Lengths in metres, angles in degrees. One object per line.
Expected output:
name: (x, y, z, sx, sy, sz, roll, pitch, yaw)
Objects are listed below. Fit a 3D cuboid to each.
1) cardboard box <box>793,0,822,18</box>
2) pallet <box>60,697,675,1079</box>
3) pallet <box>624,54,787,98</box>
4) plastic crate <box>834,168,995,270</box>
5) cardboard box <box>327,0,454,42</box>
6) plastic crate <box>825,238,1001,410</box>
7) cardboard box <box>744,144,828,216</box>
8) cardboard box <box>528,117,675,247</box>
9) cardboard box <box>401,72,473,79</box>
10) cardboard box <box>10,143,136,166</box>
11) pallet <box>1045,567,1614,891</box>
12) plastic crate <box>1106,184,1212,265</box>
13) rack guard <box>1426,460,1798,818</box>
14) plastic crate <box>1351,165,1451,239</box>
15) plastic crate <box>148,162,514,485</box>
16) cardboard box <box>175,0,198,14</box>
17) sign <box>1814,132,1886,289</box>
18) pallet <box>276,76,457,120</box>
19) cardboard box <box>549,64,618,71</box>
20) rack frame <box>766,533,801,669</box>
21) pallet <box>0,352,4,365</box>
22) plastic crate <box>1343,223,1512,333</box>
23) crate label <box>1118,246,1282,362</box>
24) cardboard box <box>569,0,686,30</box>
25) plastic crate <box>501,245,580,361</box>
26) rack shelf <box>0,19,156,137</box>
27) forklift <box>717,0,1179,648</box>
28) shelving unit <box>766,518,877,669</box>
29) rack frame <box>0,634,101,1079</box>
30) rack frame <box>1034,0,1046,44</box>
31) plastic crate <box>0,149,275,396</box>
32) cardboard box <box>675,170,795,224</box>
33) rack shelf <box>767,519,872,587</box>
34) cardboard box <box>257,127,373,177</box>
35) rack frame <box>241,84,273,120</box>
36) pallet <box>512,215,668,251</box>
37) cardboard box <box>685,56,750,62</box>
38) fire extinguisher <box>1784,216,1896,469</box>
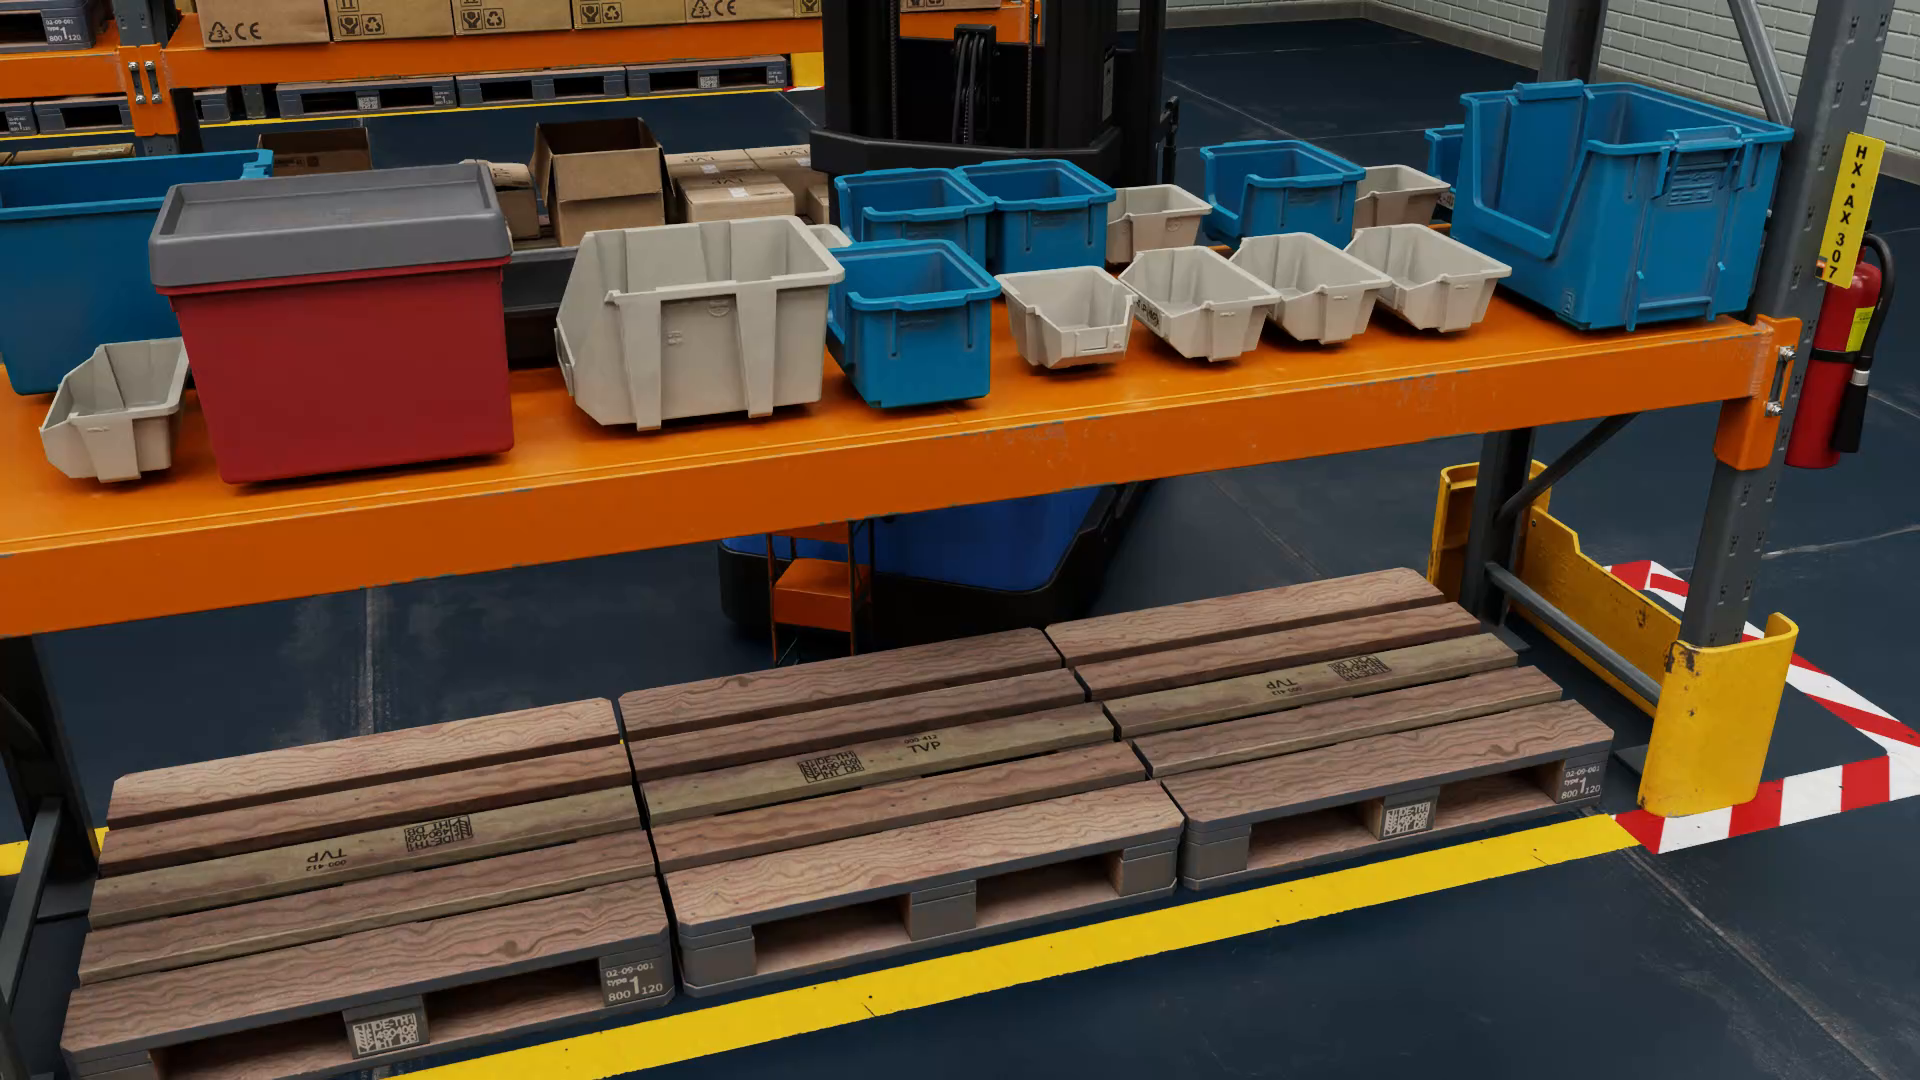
cardboard box: (-0.601, -2.769, 7.841, 0.500, 0.500, 0.500, -8, 28, -16)
pallet: (-1.353, 0.804, 3.894, 1.213, 0.211, 1.003, -8, 28, -16)
pallet: (-2.041, -3.675, 12.916, 1.213, 0.211, 1.003, -8, 28, -16)
plastic crate: (-0.111, -0.713, 3.934, 0.300, 0.233, 0.416, -8, 28, -16)
cardboard box: (-2.515, -2.494, 7.288, 0.500, 0.500, 0.500, -8, 27, -15)
plastic crate: (-0.110, -0.439, 3.382, 0.300, 0.233, 0.416, -8, 28, -16)
cardboard box: (-0.847, -1.915, 8.832, 0.500, 0.250, 0.500, -8, 28, -16)
cardboard box: (-1.786, -1.762, 8.239, 0.637, 0.503, 0.797, -8, 28, -16)
cardboard box: (-3.886, -3.713, 12.194, 0.500, 0.500, 0.700, -9, 28, -17)
cardboard box: (-4.106, -1.537, 7.788, 0.500, 0.500, 0.500, -10, 28, -18)
pallet: (0.967, 0.468, 4.571, 1.213, 0.211, 1.003, -8, 28, -16)
plastic crate: (0.451, -0.790, 4.197, 0.298, 0.136, 0.250, -8, 28, -16)
rack guard: (1.782, 0.232, 4.720, 0.348, 0.500, 1.175, -8, 28, -16)
plastic crate: (1.096, -0.883, 4.385, 0.298, 0.136, 0.250, -8, 28, -16)
plastic crate: (-1.113, -0.400, 3.044, 0.583, 0.464, 0.402, -8, 28, -16)
cardboard box: (-5.686, -3.597, 11.568, 0.750, 0.750, 0.750, -8, 27, -15)
sign: (1.949, -0.721, 3.646, 0.005, 0.325, 0.100, -8, 28, -16)
pallet: (-4.361, -3.339, 12.239, 1.213, 0.211, 1.003, -8, 28, -16)
cardboard box: (-2.893, -3.859, 12.488, 0.500, 0.500, 0.700, -9, 28, -18)
rack frame: (-0.511, -0.068, 4.706, 0.008, 1.050, 0.200, 7, 27, 14)
pallet: (-4.332, -1.046, 7.619, 1.213, 0.211, 1.003, -8, 28, -16)
plastic crate: (1.044, -0.599, 3.811, 0.243, 0.136, 0.396, -8, 28, -16)
crate label: (0.507, -0.516, 3.645, 0.243, 0.136, 0.396, -8, 28, -16)
cardboard box: (-1.556, -2.633, 7.568, 0.500, 0.500, 0.500, -9, 28, -17)
plastic crate: (-1.059, -0.499, 3.624, 0.590, 0.125, 0.437, -8, 28, -16)
rack shelf: (-5.472, -1.825, 6.862, 4.000, 0.370, 1.077, -8, 28, -16)
forklift: (0.189, -1.580, 5.637, 1.130, 2.935, 3.031, 8, 27, 16)
shelving unit: (-0.393, -0.054, 4.678, 0.252, 1.050, 0.215, 7, 27, 14)
rack frame: (-2.040, -0.328, 3.037, 0.127, 3.000, 1.000, -8, 28, -16)
rack frame: (0.233, -2.973, 8.366, 0.127, 3.000, 1.000, -8, 28, -16)
plastic crate: (-1.702, -0.556, 3.447, 0.575, 0.384, 0.392, -8, 28, -16)
cardboard box: (-1.120, -1.642, 8.281, 0.500, 0.250, 0.500, -8, 28, -16)
rack shelf: (-0.393, -0.044, 4.683, 0.240, 0.259, 0.215, 7, 27, 14)
cardboard box: (-3.116, -1.698, 8.114, 0.500, 0.500, 0.500, -8, 28, -16)
rack frame: (-5.108, -4.517, 11.474, 0.127, 3.000, 1.000, -8, 28, -16)
pallet: (-1.755, -1.437, 8.408, 1.213, 0.211, 1.003, -8, 28, -16)
cardboard box: (-1.939, -3.997, 12.767, 0.500, 0.500, 0.700, -8, 28, -16)
fire extinguisher: (2.048, -0.506, 3.901, 0.183, 0.674, 0.296, -8, 28, -16)
